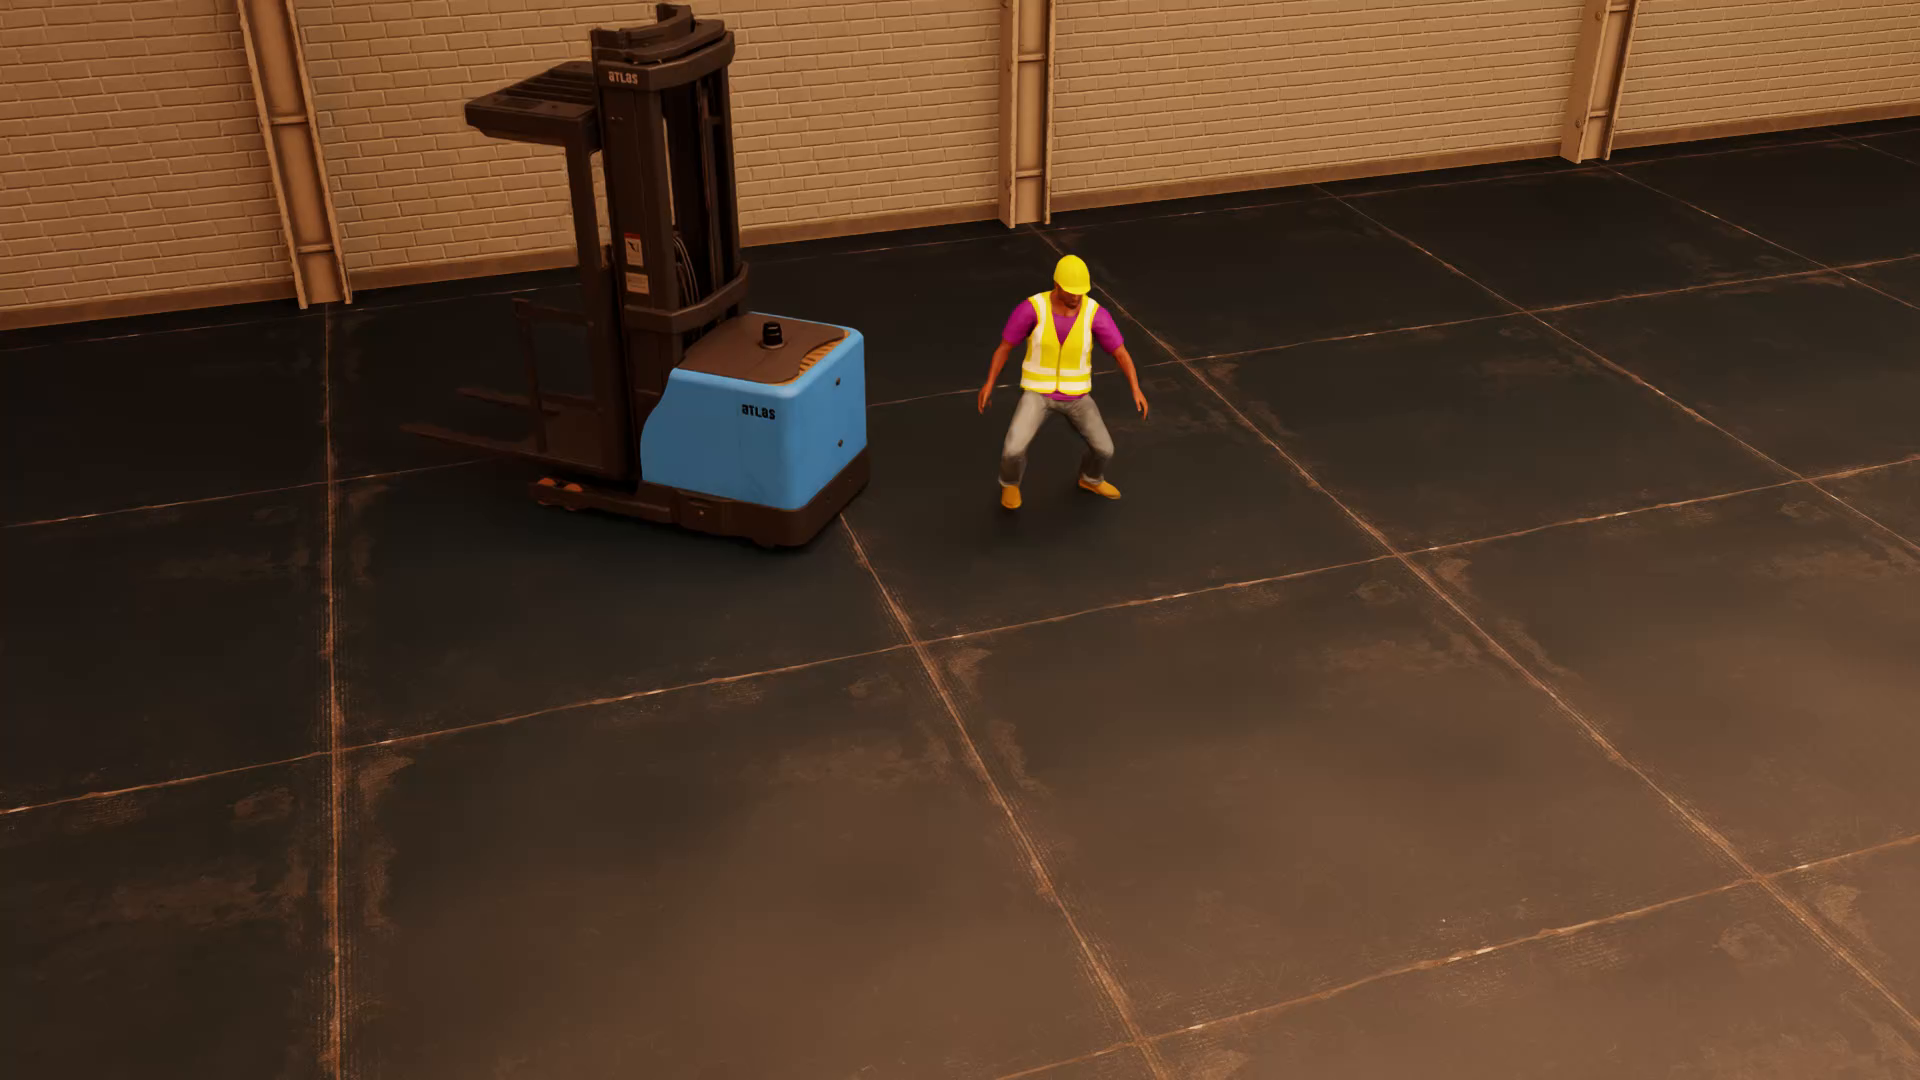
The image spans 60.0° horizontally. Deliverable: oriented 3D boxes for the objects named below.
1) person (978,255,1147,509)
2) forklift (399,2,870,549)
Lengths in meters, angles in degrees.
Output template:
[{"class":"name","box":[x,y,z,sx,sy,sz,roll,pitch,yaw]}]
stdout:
[{"class":"person","box":[0.611,-0.912,9.990,1.004,1.647,0.642,0,30,-1]},{"class":"forklift","box":[-2.139,-1.681,10.008,3.031,2.935,1.130,12,32,19]}]
